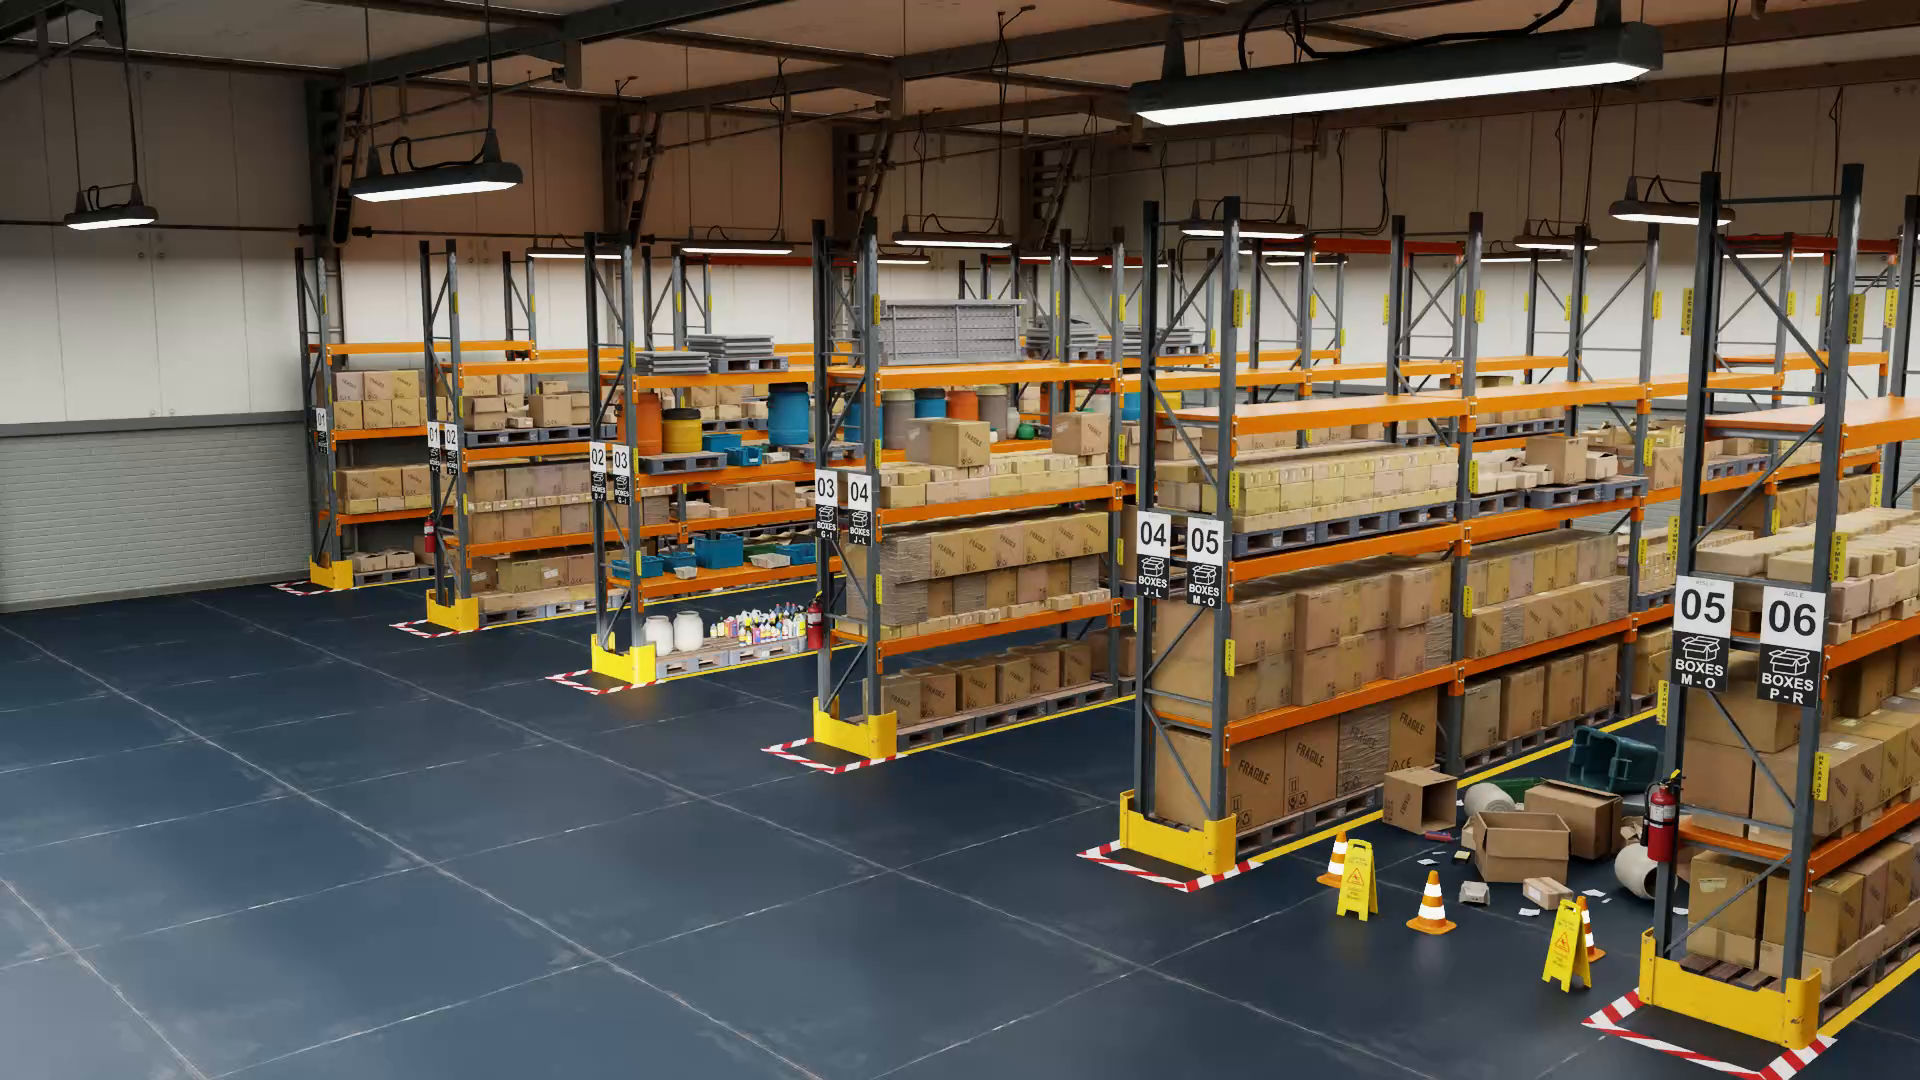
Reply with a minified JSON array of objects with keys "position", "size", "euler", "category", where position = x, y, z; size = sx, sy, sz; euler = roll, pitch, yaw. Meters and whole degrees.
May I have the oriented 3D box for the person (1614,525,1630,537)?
[{"position":[9.905,0.665,24.783],"size":[0.915,1.781,0.682],"euler":[-6,11,-37],"category":"person"}]
